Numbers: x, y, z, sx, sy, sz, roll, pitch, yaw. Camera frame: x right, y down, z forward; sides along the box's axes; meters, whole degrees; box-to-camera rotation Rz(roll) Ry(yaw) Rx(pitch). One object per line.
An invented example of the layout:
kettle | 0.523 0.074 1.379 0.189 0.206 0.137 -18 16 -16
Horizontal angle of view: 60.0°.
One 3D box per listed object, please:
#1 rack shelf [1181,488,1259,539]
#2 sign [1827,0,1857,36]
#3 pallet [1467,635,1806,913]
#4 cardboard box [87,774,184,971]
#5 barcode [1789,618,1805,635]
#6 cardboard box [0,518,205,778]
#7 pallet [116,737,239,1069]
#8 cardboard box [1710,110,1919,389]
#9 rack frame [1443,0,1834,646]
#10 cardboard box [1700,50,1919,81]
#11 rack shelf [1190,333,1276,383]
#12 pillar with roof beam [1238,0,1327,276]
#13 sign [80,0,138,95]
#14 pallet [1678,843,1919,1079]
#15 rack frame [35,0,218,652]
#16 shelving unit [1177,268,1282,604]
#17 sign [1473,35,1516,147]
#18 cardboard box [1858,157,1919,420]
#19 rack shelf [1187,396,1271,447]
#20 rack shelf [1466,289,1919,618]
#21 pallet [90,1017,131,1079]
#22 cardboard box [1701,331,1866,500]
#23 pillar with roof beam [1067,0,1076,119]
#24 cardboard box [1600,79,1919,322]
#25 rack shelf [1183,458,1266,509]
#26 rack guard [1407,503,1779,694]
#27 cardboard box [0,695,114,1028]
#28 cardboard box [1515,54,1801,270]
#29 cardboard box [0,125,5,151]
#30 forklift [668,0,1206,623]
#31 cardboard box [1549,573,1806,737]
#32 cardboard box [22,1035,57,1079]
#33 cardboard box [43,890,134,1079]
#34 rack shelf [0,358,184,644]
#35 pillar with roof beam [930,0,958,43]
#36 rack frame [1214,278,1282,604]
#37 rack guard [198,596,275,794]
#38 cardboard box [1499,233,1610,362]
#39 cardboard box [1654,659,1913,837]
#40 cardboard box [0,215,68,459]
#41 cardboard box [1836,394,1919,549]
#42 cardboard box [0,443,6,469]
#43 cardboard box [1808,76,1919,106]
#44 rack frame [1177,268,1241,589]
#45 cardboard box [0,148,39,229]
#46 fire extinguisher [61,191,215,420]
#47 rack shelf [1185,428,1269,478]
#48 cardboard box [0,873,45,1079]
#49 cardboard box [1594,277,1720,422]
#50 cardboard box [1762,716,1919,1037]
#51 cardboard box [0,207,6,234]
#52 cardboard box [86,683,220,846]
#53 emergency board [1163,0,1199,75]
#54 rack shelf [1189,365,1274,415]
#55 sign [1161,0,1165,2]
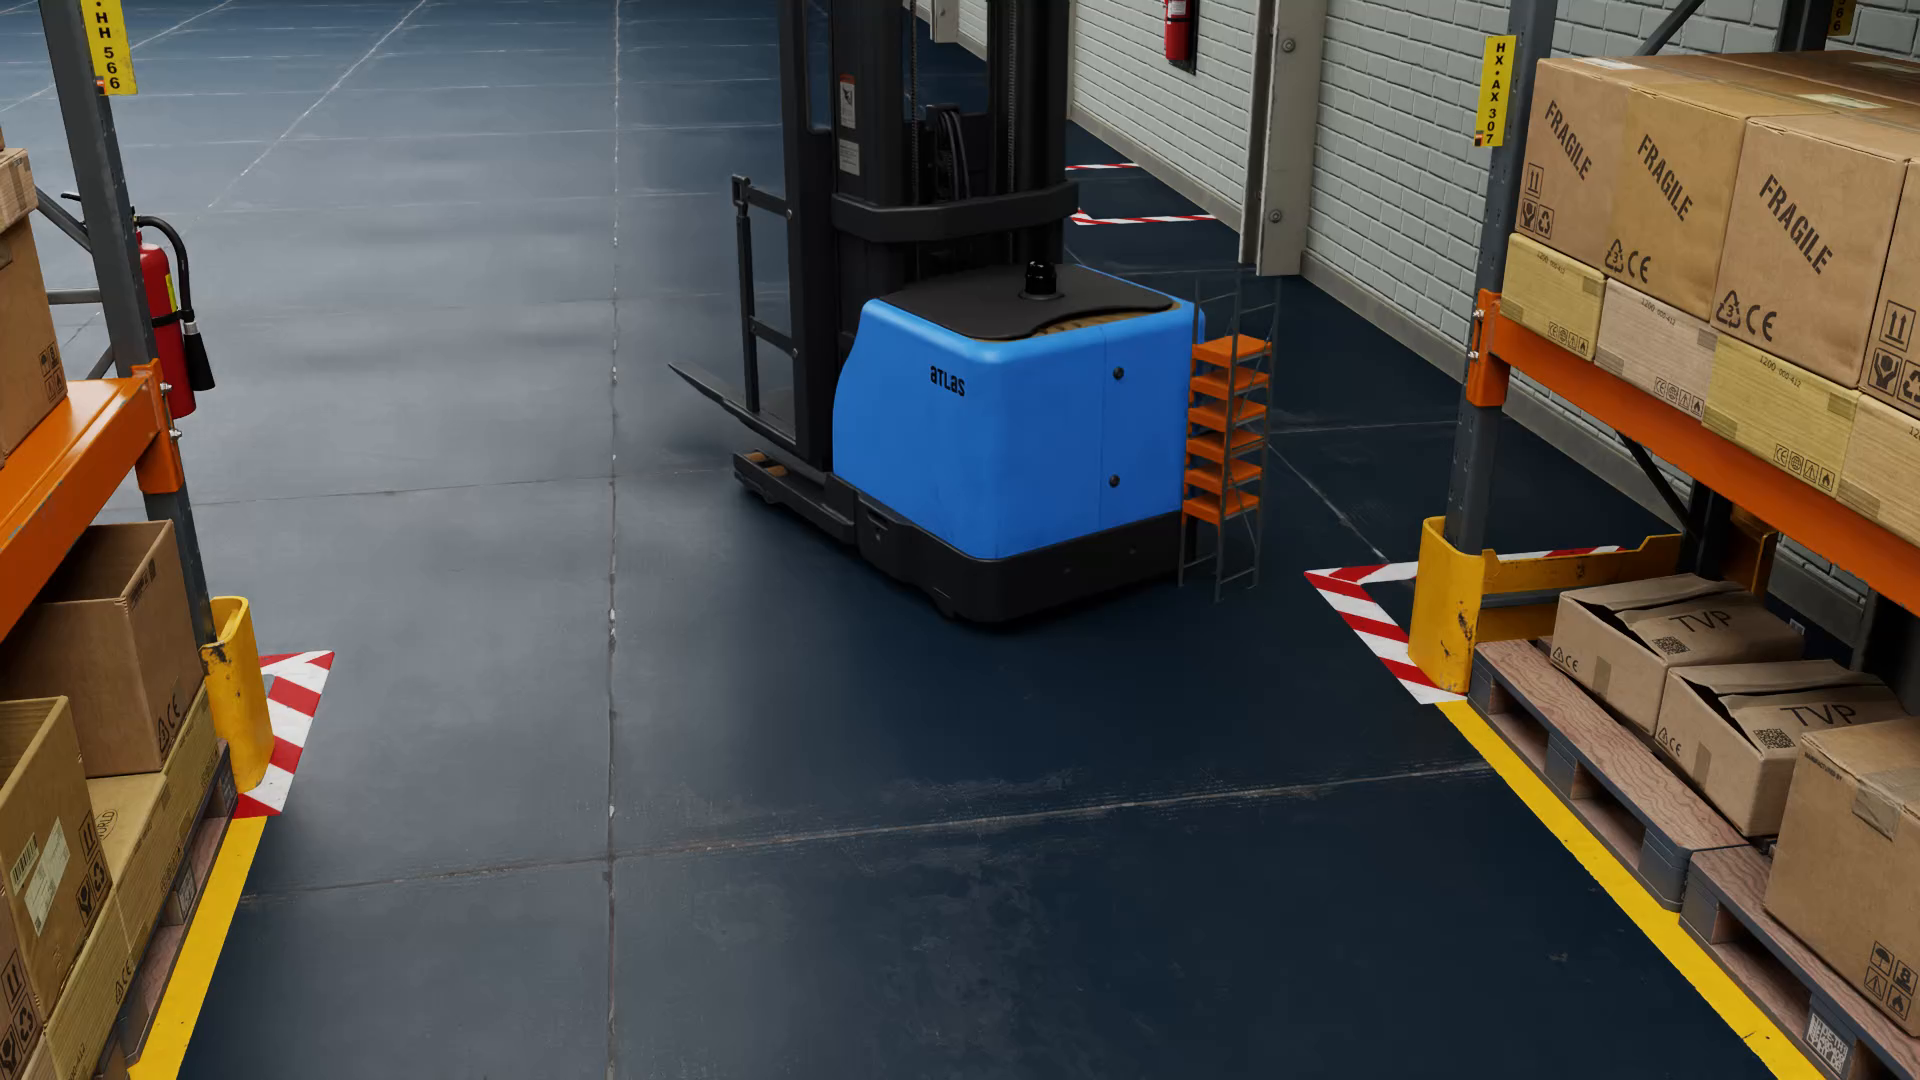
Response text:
rack shelf | 0.981 -0.109 6.210 0.258 0.103 0.180 -19 30 -37
sign | 2.699 -1.705 5.065 0.100 0.325 0.005 -4 24 -10
pallet | 2.279 0.633 5.036 1.003 0.211 1.213 -4 24 -10
cardboard box | -2.224 0.824 4.026 0.500 0.250 0.500 -4 24 -10
barcode | 2.586 0.286 5.145 0.001 0.075 0.075 -4 24 -10
cardboard box | -2.326 0.284 4.325 0.500 0.500 0.500 -4 24 -10
pallet | -2.535 0.947 4.318 1.003 0.211 1.213 -4 24 -10
cardboard box | 2.114 -0.672 3.766 0.500 0.500 0.500 -5 24 -11
rack frame | 2.150 -0.997 5.284 1.000 3.000 0.127 -4 24 -10
cardboard box | 2.446 -1.111 4.771 0.500 0.500 0.500 -5 24 -10
rack shelf | 0.981 -0.658 5.969 0.258 0.103 0.180 -19 30 -37
pillar with roof beam | -2.211 -5.576 8.273 9.100 9.000 0.400 -4 24 -10
sign | -2.182 -1.302 4.241 0.100 0.325 0.005 -4 24 -10
pallet | 2.502 1.112 3.939 1.003 0.211 1.213 -4 24 -10
rack frame | -2.718 -0.628 4.441 1.000 3.000 0.127 -4 24 -10
shelving unit | 0.981 -0.369 6.096 0.258 1.200 0.189 -19 30 -37
sign | 1.617 -1.353 5.019 0.100 0.325 0.005 -4 24 -10
cardboard box | 2.221 -0.470 3.303 0.500 0.500 0.500 -4 24 -8
rack shelf | 0.981 -0.439 6.066 0.258 0.103 0.180 -19 30 -37
rack shelf | 2.520 0.120 3.627 1.077 0.370 4.000 -4 24 -10
pallet | -2.313 1.426 3.221 1.003 0.211 1.213 -4 24 -10
cardboard box | 2.126 -0.317 3.892 0.500 0.250 0.500 -5 24 -11
pillar with roof beam | -3.320 -7.936 13.677 9.100 9.000 0.400 -4 24 -10
cardboard box | 2.024 -0.875 4.232 0.500 0.500 0.500 -4 24 -10
rack shelf | 0.981 -0.219 6.162 0.258 0.103 0.180 -19 30 -37
rack guard | 2.164 0.179 5.716 1.175 0.500 0.348 -4 24 -10
cardboard box | -2.127 0.677 3.427 0.500 0.500 0.500 -4 24 -10
cardboard box | 1.943 -1.071 4.679 0.500 0.500 0.500 -4 24 -10
cardboard box | -2.634 -1.063 3.691 0.700 0.500 0.500 -4 24 -10
forklift | -0.326 -1.587 6.722 1.130 2.935 3.031 -15 28 -30
cardboard box | 2.189 0.313 5.096 0.500 0.311 0.500 -7 25 -16
cardboard box | -2.039 1.217 3.126 0.500 0.250 0.500 -4 24 -10
cardboard box | -2.130 1.021 3.576 0.500 0.250 0.500 -4 24 -10
rack shelf | -2.348 0.488 2.784 1.077 0.370 4.000 -4 24 -10
pillar with roof beam | -4.430 -10.296 19.081 9.100 9.000 0.400 -4 24 -10
rack frame | 1.041 -0.342 6.033 0.240 1.200 0.006 -19 30 -37
rack guard | -2.722 0.508 4.963 1.175 0.500 0.348 -4 24 -10
cardboard box | 1.928 -0.721 4.817 0.500 0.250 0.500 -5 24 -11
cardboard box | 2.295 0.537 4.582 0.500 0.311 0.500 -2 24 -5
cardboard box | -2.644 -0.490 3.998 0.700 0.500 0.500 -4 24 -10
cardboard box | 2.218 -0.118 3.436 0.500 0.250 0.500 -4 24 -9
cardboard box | -2.542 -0.283 3.526 0.700 0.500 0.500 -4 24 -8
cardboard box | 2.529 -0.912 4.316 0.500 0.500 0.500 -4 24 -9
rack frame | 0.921 -0.397 6.159 0.240 1.200 0.006 -19 30 -37
cardboard box | -2.460 -0.835 3.979 0.380 0.149 0.250 -5 24 -11
fire extinguisher | -2.283 -0.674 4.642 0.296 0.674 0.183 -4 24 -10
rack shelf | 0.981 -0.329 6.114 0.258 0.103 0.180 -19 30 -37
cardboard box | -2.036 0.873 2.976 0.500 0.500 0.500 -4 24 -10
cardboard box | 2.038 -0.518 4.351 0.500 0.250 0.500 -5 24 -11
cardboard box | 2.381 0.743 3.875 0.700 0.500 0.500 -6 24 -13
cardboard box | -2.410 -0.732 3.744 0.380 0.149 0.250 -4 24 -8
cardboard box | -2.328 0.628 4.474 0.500 0.250 0.500 -4 24 -10
emergency board | 1.600 -4.120 12.436 0.194 1.169 0.643 -4 24 -10
rack shelf | 0.981 -0.548 6.018 0.258 0.103 0.180 -19 30 -37
sign | 1.600 -4.362 12.944 0.001 0.329 0.234 -4 24 -10
